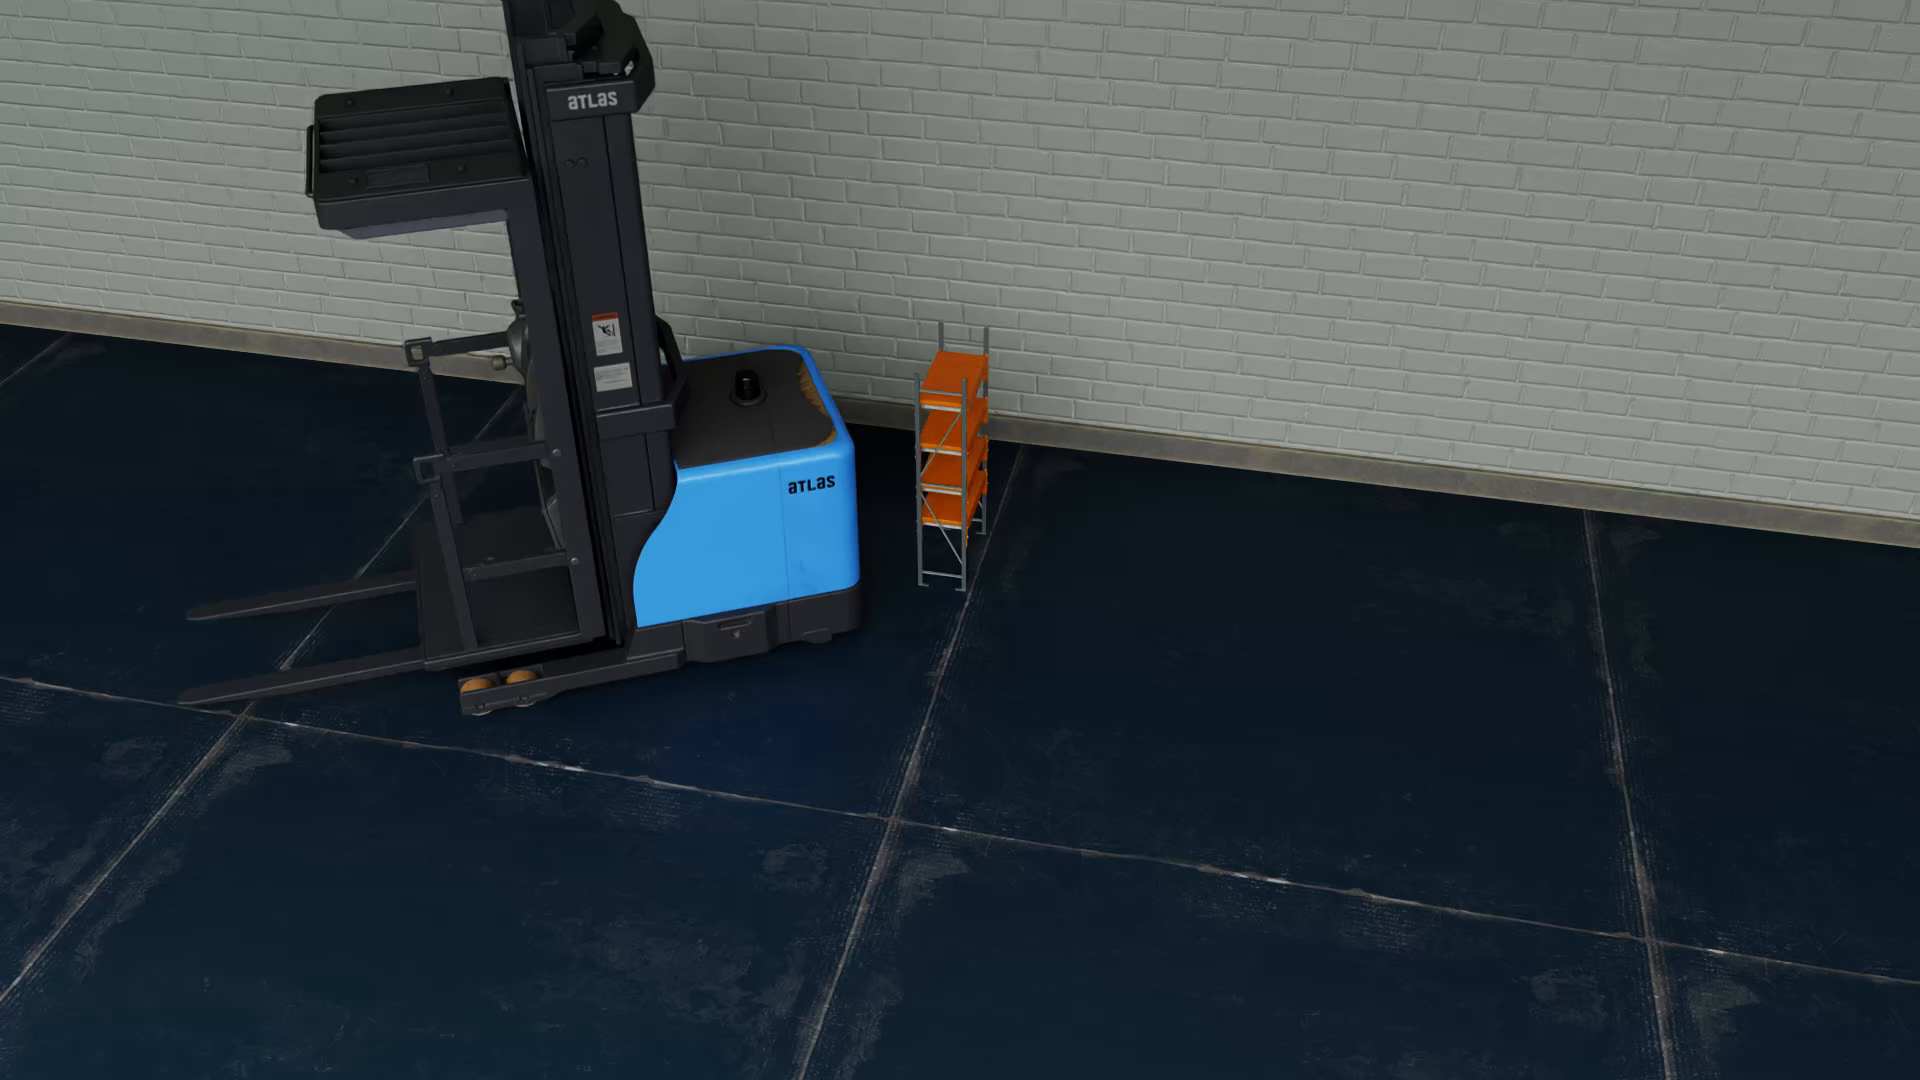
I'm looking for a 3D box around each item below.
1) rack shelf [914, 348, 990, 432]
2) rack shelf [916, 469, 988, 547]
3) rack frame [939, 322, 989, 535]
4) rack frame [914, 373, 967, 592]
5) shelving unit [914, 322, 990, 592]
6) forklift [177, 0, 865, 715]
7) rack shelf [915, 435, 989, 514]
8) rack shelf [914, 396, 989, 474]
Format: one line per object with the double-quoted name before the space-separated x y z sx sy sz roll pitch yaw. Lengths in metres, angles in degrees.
"rack shelf" -0.035 -0.709 7.807 0.258 0.148 0.480 7 37 10
"rack shelf" -0.035 -0.176 8.193 0.258 0.148 0.480 7 37 10
"rack frame" 0.017 -0.531 8.230 0.240 1.200 0.015 7 37 10
"rack frame" -0.087 -0.251 7.844 0.240 1.200 0.015 7 37 10
"shelving unit" -0.035 -0.391 8.037 0.258 1.200 0.503 7 37 10
"forklift" -2.027 -0.750 7.058 3.031 2.935 1.130 -10 37 -14
"rack shelf" -0.035 -0.336 8.077 0.258 0.148 0.480 7 37 10
"rack shelf" -0.035 -0.518 7.945 0.258 0.148 0.480 7 37 10
